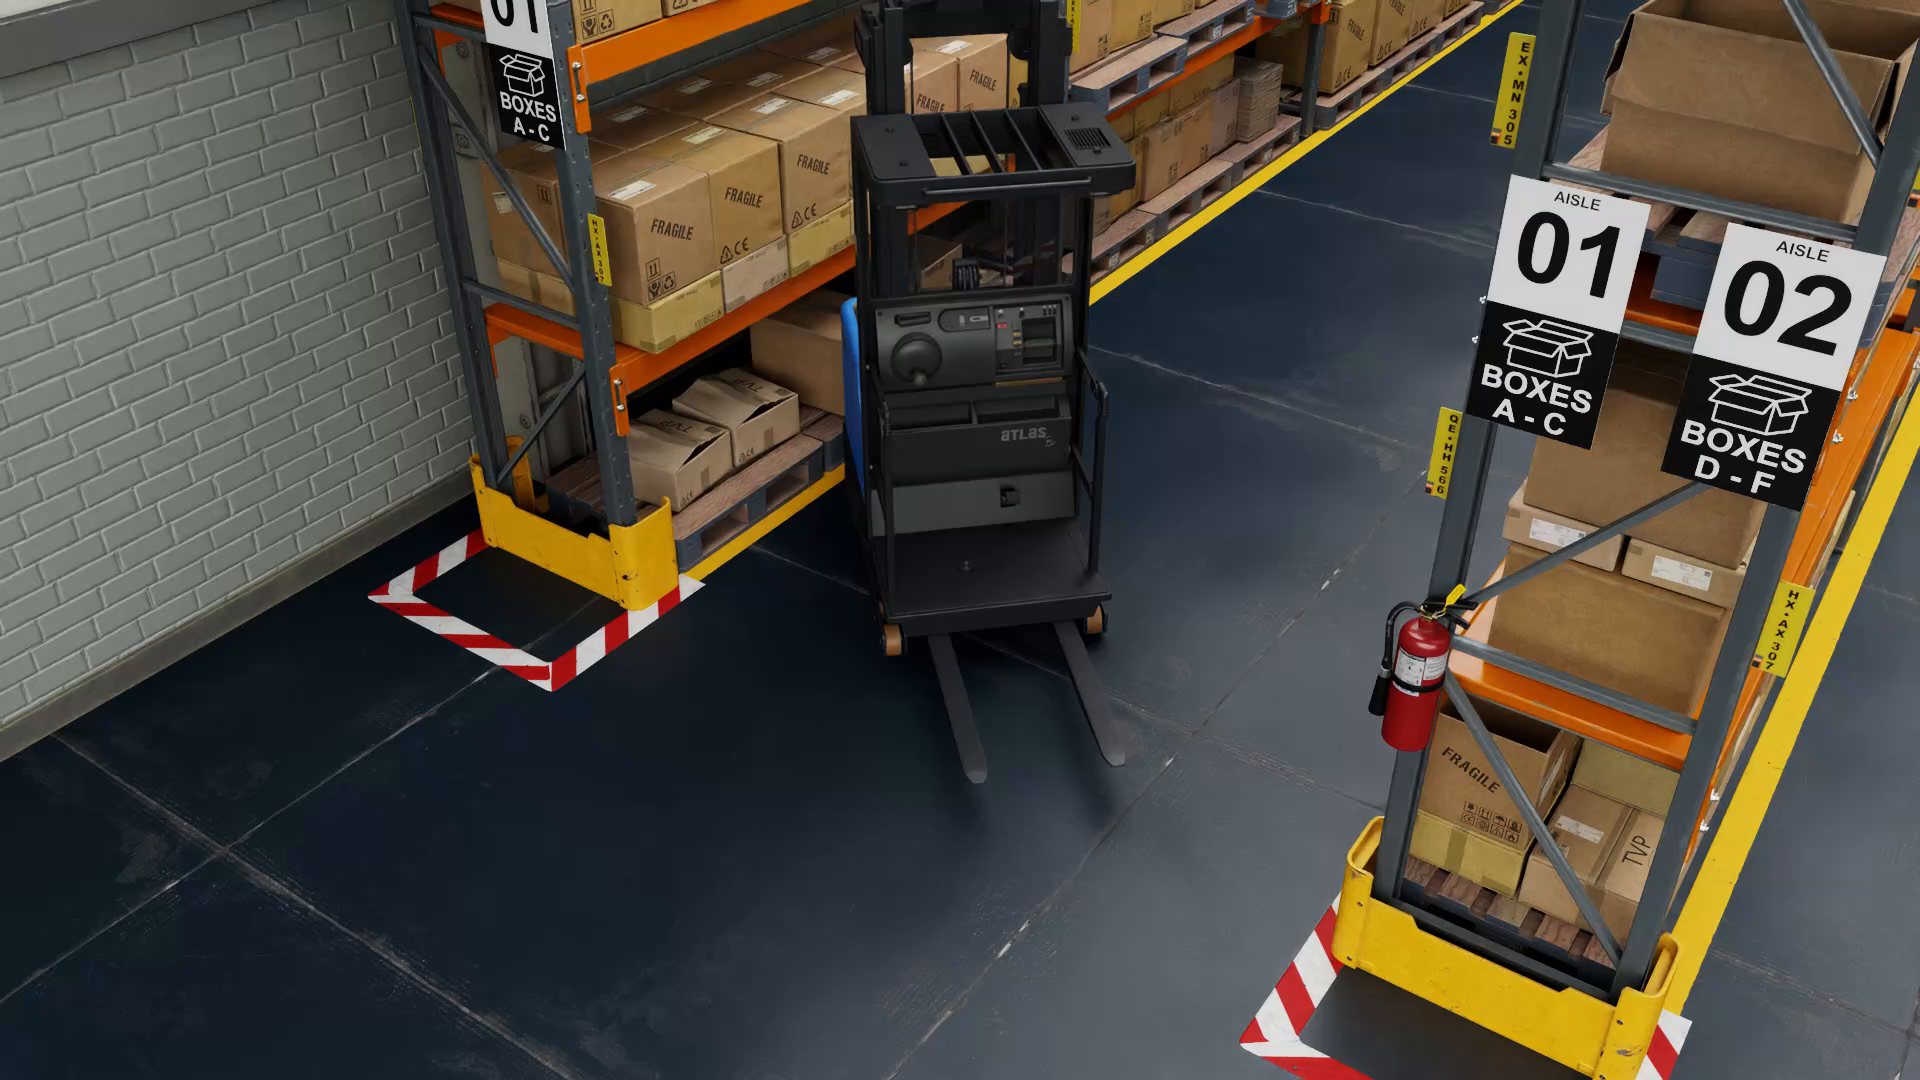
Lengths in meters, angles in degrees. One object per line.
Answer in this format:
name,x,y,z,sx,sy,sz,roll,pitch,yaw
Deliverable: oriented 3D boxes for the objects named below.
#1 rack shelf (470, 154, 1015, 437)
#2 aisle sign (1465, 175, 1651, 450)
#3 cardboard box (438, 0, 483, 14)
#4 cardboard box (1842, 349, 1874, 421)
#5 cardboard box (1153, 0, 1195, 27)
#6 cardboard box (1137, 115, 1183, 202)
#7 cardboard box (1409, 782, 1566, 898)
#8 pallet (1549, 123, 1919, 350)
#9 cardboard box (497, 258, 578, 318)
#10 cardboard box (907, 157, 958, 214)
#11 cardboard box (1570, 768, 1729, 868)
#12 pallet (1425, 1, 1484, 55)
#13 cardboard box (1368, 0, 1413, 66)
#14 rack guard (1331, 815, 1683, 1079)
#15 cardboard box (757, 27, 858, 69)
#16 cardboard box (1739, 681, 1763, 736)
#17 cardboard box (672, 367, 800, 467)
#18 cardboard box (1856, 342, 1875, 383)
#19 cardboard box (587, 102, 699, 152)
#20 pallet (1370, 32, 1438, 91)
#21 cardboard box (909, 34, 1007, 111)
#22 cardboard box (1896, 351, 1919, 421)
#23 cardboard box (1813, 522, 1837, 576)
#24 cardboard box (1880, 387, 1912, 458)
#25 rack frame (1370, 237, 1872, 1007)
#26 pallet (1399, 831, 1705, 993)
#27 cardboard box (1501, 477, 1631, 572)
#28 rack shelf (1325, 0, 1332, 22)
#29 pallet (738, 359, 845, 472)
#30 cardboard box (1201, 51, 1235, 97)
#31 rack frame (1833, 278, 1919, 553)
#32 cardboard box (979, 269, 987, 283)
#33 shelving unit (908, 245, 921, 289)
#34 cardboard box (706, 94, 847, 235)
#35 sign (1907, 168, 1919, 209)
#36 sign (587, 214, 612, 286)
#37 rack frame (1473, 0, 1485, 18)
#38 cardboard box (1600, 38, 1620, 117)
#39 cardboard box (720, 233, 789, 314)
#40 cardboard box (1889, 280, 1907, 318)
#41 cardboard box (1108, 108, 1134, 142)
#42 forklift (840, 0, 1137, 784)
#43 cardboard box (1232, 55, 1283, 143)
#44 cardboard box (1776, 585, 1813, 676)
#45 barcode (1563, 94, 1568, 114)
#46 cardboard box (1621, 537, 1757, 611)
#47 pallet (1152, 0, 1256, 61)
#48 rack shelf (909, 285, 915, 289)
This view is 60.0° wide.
rack shelf,-0.907,-1.723,9.438,1.077,0.370,4.000,21,39,28
aisle sign,1.746,-0.660,4.904,0.394,0.787,0.004,21,39,28
cardboard box,-2.017,-2.665,7.405,0.500,0.500,0.500,24,41,31
cardboard box,3.762,-0.951,7.565,0.700,0.500,0.500,21,39,28
cardboard box,1.226,-3.956,11.616,0.700,0.500,0.500,27,43,34
cardboard box,1.217,-2.908,12.386,0.700,0.500,0.500,22,40,29
cardboard box,2.088,1.104,6.695,0.500,0.250,0.500,21,39,28
pallet,2.449,-1.043,5.191,1.003,0.211,1.213,21,39,28
cardboard box,-1.940,-1.324,8.321,0.500,0.250,0.500,22,40,29
cardboard box,-0.352,-2.109,9.483,0.500,0.250,0.500,21,39,28
cardboard box,2.795,1.038,6.792,0.500,0.250,0.500,21,39,28
pallet,4.417,-5.088,16.262,1.003,0.211,1.213,21,39,28
cardboard box,3.546,-4.763,14.835,0.750,0.750,0.750,21,39,28
rack guard,2.011,1.527,6.222,1.175,0.500,0.348,21,39,28
cardboard box,-0.792,-2.584,9.515,0.500,0.500,0.500,22,40,29
cardboard box,3.071,0.494,6.928,0.500,0.500,0.500,21,39,28
cardboard box,-1.253,-0.721,9.321,0.500,0.311,0.500,25,41,32
cardboard box,3.452,-0.770,6.718,0.380,0.149,0.250,23,40,30
cardboard box,-1.658,-1.870,8.460,0.500,0.500,0.500,22,40,29
pallet,3.722,-4.525,15.428,1.003,0.211,1.213,21,39,28
cardboard box,-0.062,-2.650,9.613,0.500,0.500,0.500,21,39,28
cardboard box,5.036,-0.967,9.257,0.500,0.311,0.500,21,39,28
cardboard box,3.926,-0.197,7.949,0.500,0.500,0.500,21,39,28
cardboard box,5.032,-0.737,9.417,0.500,0.250,0.500,22,40,29
rack frame,2.025,0.480,5.538,1.000,3.000,0.127,21,39,28
pallet,2.426,1.270,6.859,1.003,0.211,1.213,21,39,28
cardboard box,2.086,-0.067,5.678,0.380,0.149,0.250,21,39,27
rack shelf,3.655,-5.404,14.882,1.077,0.370,4.000,21,39,28
pallet,-0.815,-0.902,10.071,1.003,0.211,1.213,21,39,28
cardboard box,1.770,-3.649,12.813,0.500,0.250,0.500,22,40,29
rack frame,4.305,-1.361,8.260,1.000,3.000,0.127,21,39,28
cardboard box,-0.047,-1.694,10.889,0.380,0.166,0.250,16,37,22
shelving unit,-0.343,-1.057,9.407,0.258,1.200,0.189,-6,30,-9
cardboard box,-0.938,-1.941,8.564,0.500,0.500,0.500,20,39,27
sign,2.477,-0.977,4.164,0.100,0.325,0.005,21,39,28
sign,-1.601,-1.286,7.376,0.100,0.325,0.005,21,39,28
rack frame,4.795,-6.623,16.041,1.000,3.000,0.127,21,39,28
cardboard box,2.465,-1.546,5.491,0.500,0.250,0.500,21,39,28
cardboard box,-1.223,-1.413,8.454,0.500,0.250,0.500,20,39,27
cardboard box,3.888,-1.121,7.238,0.380,0.149,0.250,21,39,28
cardboard box,0.888,-2.946,11.774,0.500,0.250,0.500,20,39,27
forklift,0.110,-0.870,7.596,1.130,2.935,3.031,-6,34,-8
cardboard box,2.147,-3.581,13.381,0.700,0.500,0.500,22,40,29
cardboard box,3.654,0.349,7.811,0.500,0.250,0.500,21,39,28
barcode,1.801,-1.296,4.968,0.001,0.075,0.075,21,39,28
cardboard box,2.425,0.058,5.493,0.380,0.149,0.250,21,39,28
pallet,1.419,-3.778,12.006,1.003,0.211,1.213,21,39,28
rack shelf,-0.347,-1.331,9.250,0.258,0.103,0.180,-6,30,-9
